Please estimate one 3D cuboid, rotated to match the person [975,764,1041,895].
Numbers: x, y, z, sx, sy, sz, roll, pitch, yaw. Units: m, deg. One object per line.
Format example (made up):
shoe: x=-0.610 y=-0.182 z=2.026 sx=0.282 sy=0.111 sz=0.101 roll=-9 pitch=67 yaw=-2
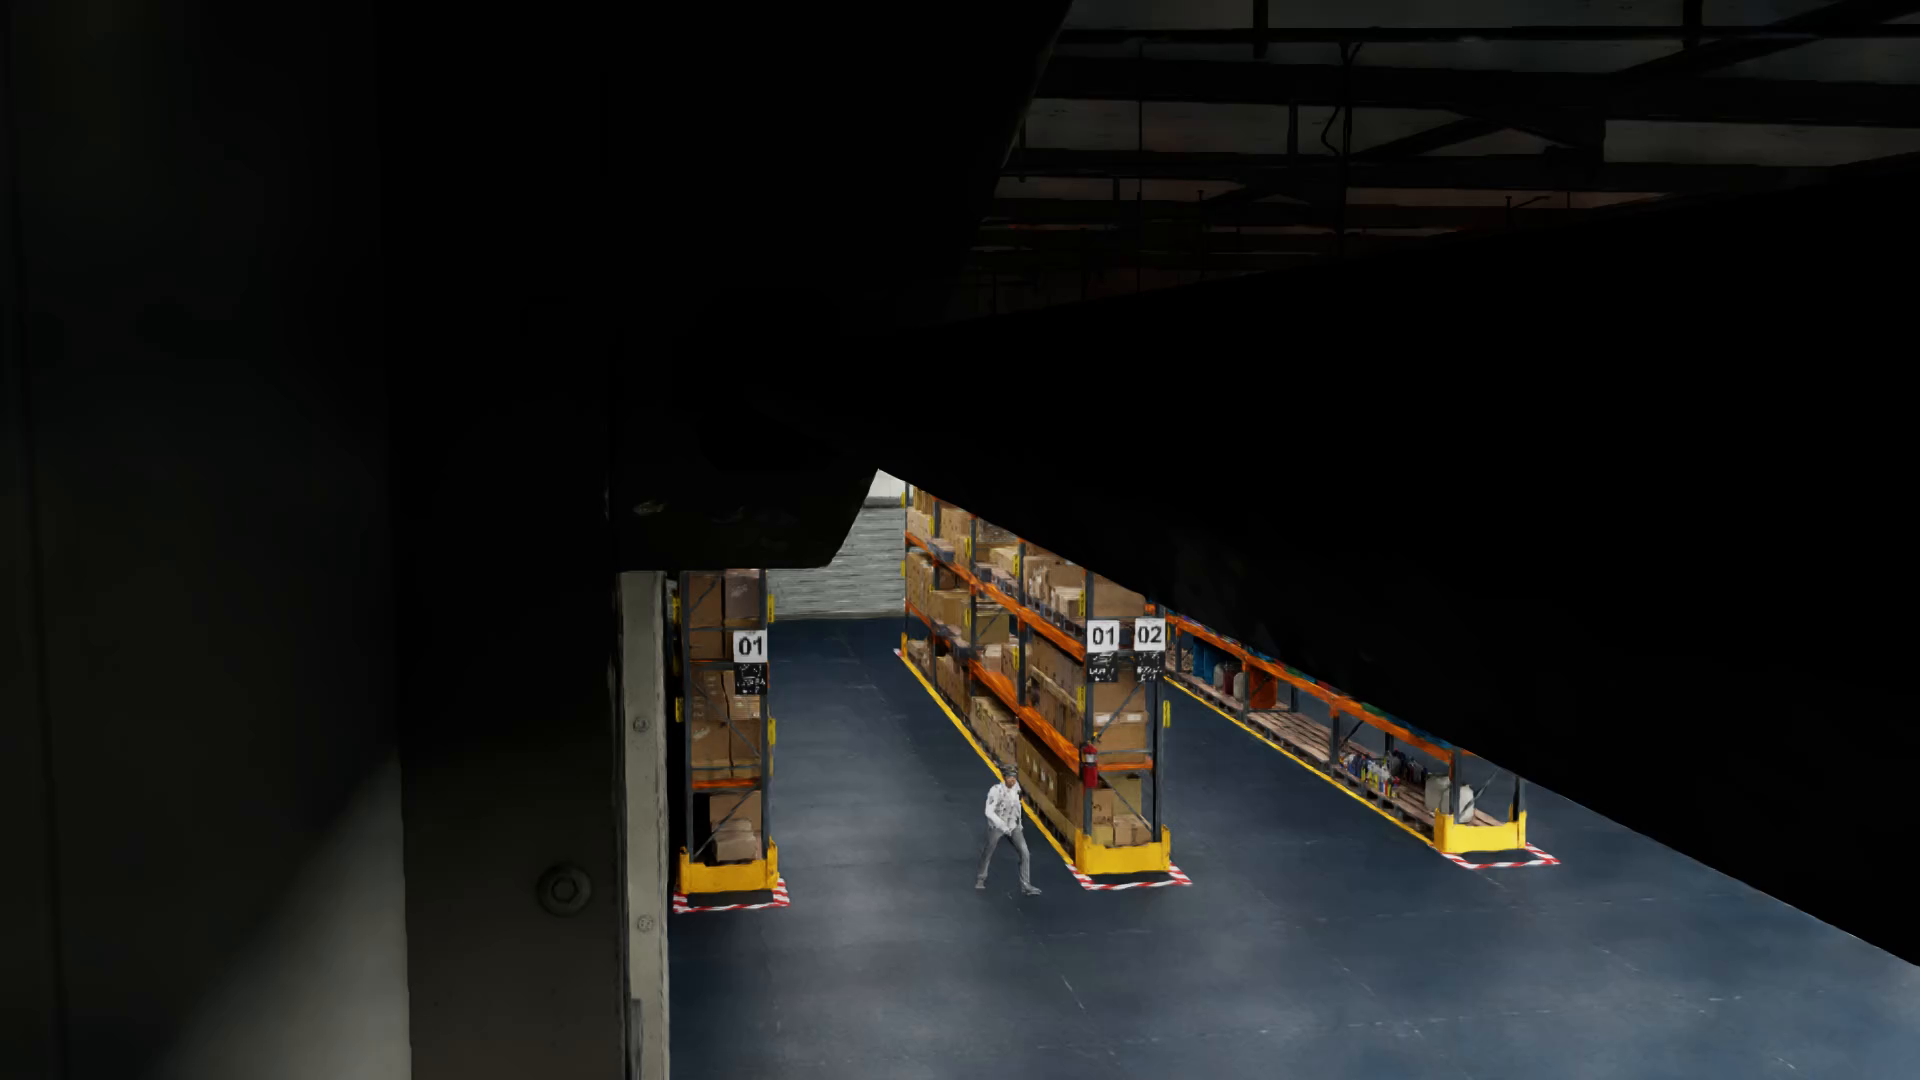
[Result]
person: x=0.532 y=3.453 z=20.036 sx=0.639 sy=1.598 sz=0.807 roll=-3 pitch=7 yaw=-26
